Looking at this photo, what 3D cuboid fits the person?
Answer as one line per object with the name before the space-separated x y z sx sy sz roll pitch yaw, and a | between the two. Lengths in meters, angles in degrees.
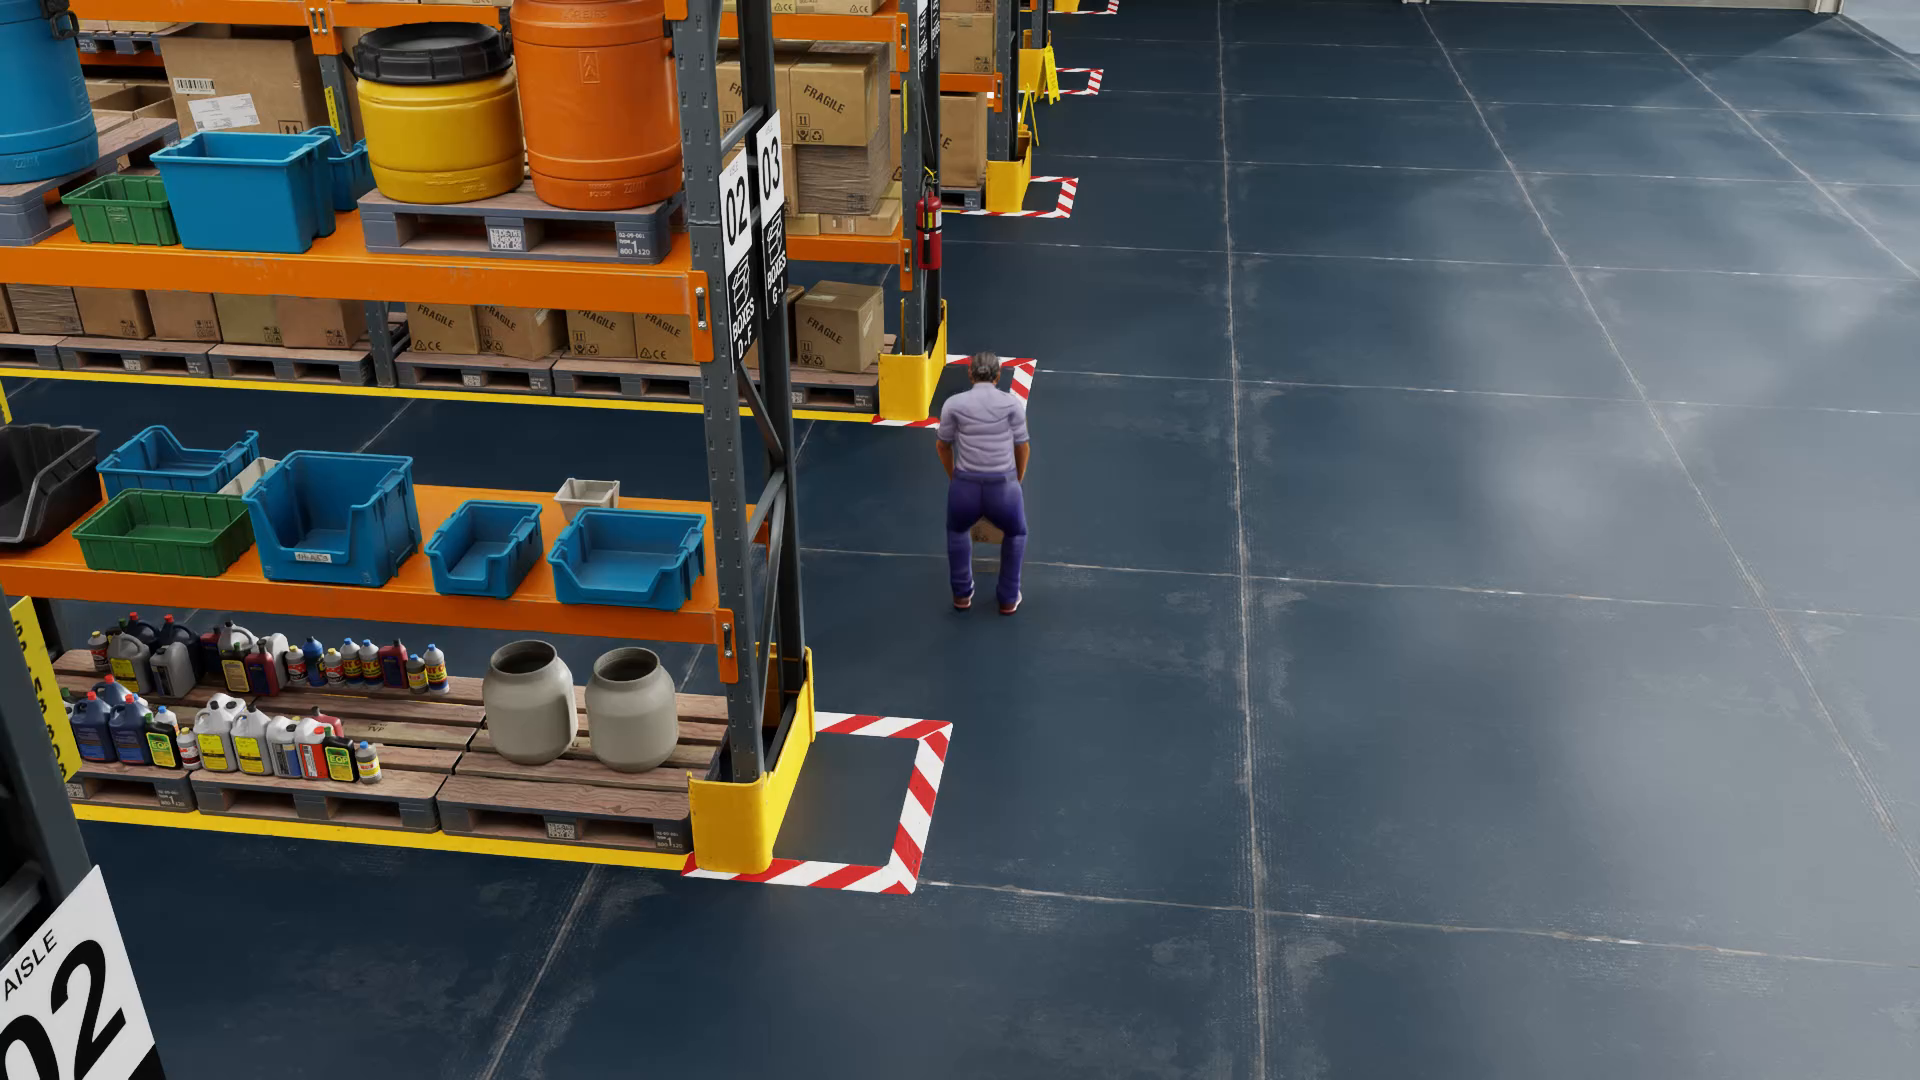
person | 0.119 -0.286 9.356 0.525 1.478 0.551 4 29 7
